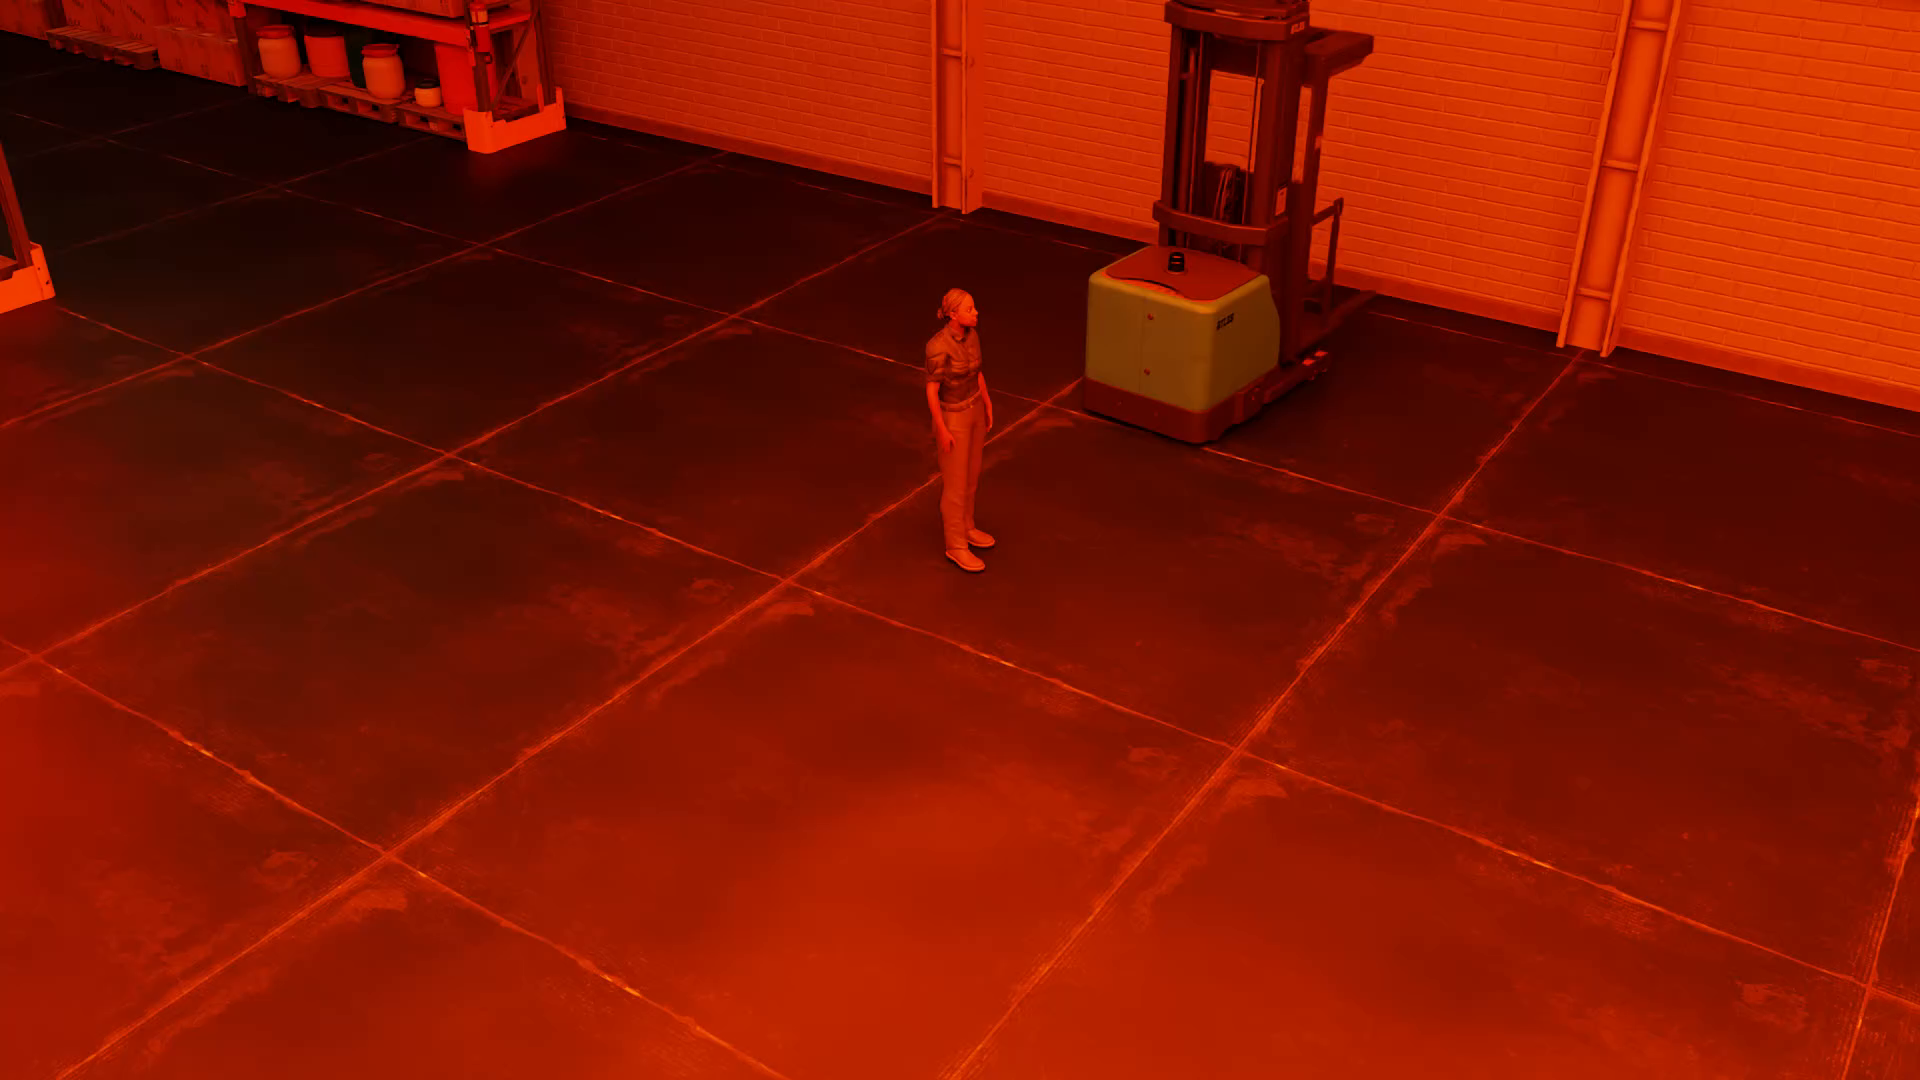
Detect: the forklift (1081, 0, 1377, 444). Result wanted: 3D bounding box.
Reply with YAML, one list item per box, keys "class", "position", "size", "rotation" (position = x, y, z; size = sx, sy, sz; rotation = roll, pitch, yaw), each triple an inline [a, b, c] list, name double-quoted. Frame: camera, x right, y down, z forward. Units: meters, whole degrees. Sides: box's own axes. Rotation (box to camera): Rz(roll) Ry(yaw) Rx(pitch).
- class: "forklift"
  position: [2.191, -2.608, 12.073]
  size: [1.130, 2.935, 3.031]
  rotation: [22, 37, 33]

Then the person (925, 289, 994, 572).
- class: "person"
  position: [0.062, -0.689, 10.025]
  size: [0.503, 1.656, 0.570]
  rotation: [19, 35, 29]
